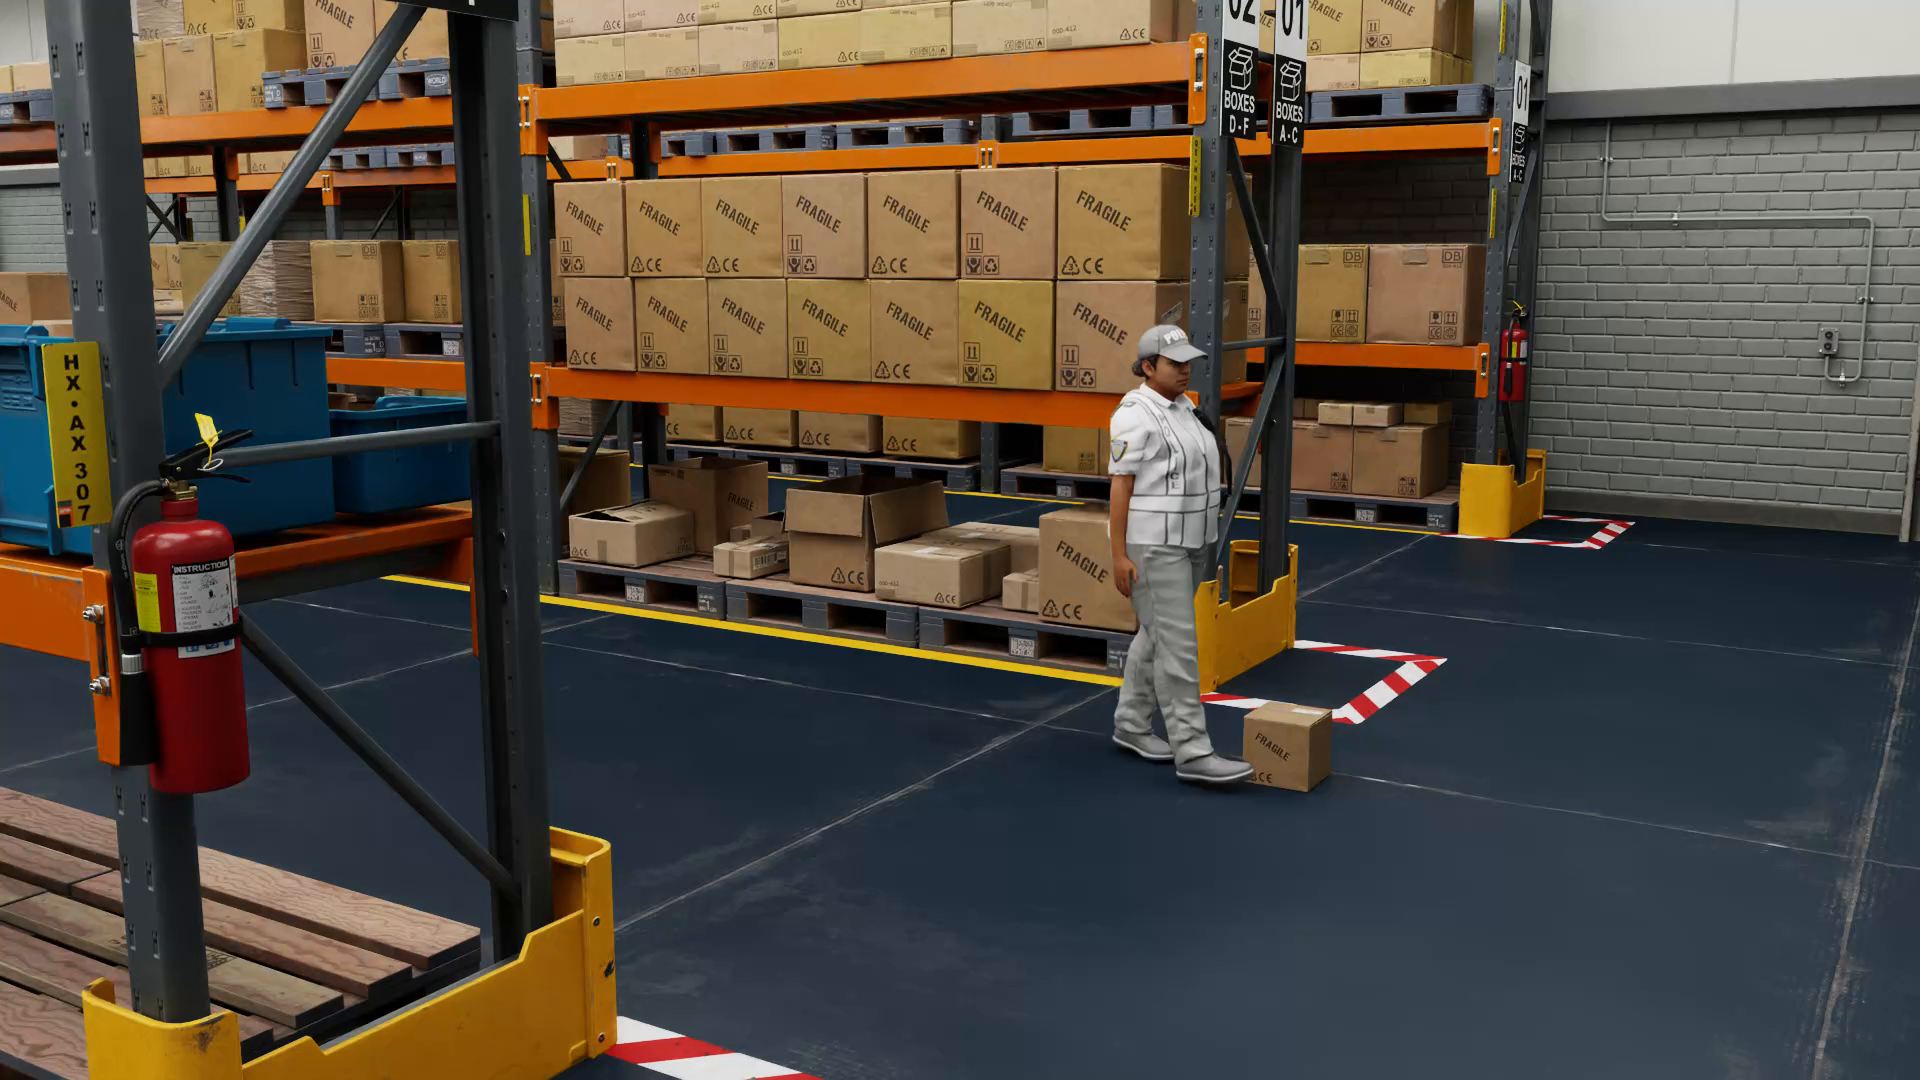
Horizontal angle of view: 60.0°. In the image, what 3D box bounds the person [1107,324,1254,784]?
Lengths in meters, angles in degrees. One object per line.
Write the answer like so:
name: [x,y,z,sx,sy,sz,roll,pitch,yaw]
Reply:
person: [0.840,0.039,6.133,0.697,1.651,0.487,7,12,36]
